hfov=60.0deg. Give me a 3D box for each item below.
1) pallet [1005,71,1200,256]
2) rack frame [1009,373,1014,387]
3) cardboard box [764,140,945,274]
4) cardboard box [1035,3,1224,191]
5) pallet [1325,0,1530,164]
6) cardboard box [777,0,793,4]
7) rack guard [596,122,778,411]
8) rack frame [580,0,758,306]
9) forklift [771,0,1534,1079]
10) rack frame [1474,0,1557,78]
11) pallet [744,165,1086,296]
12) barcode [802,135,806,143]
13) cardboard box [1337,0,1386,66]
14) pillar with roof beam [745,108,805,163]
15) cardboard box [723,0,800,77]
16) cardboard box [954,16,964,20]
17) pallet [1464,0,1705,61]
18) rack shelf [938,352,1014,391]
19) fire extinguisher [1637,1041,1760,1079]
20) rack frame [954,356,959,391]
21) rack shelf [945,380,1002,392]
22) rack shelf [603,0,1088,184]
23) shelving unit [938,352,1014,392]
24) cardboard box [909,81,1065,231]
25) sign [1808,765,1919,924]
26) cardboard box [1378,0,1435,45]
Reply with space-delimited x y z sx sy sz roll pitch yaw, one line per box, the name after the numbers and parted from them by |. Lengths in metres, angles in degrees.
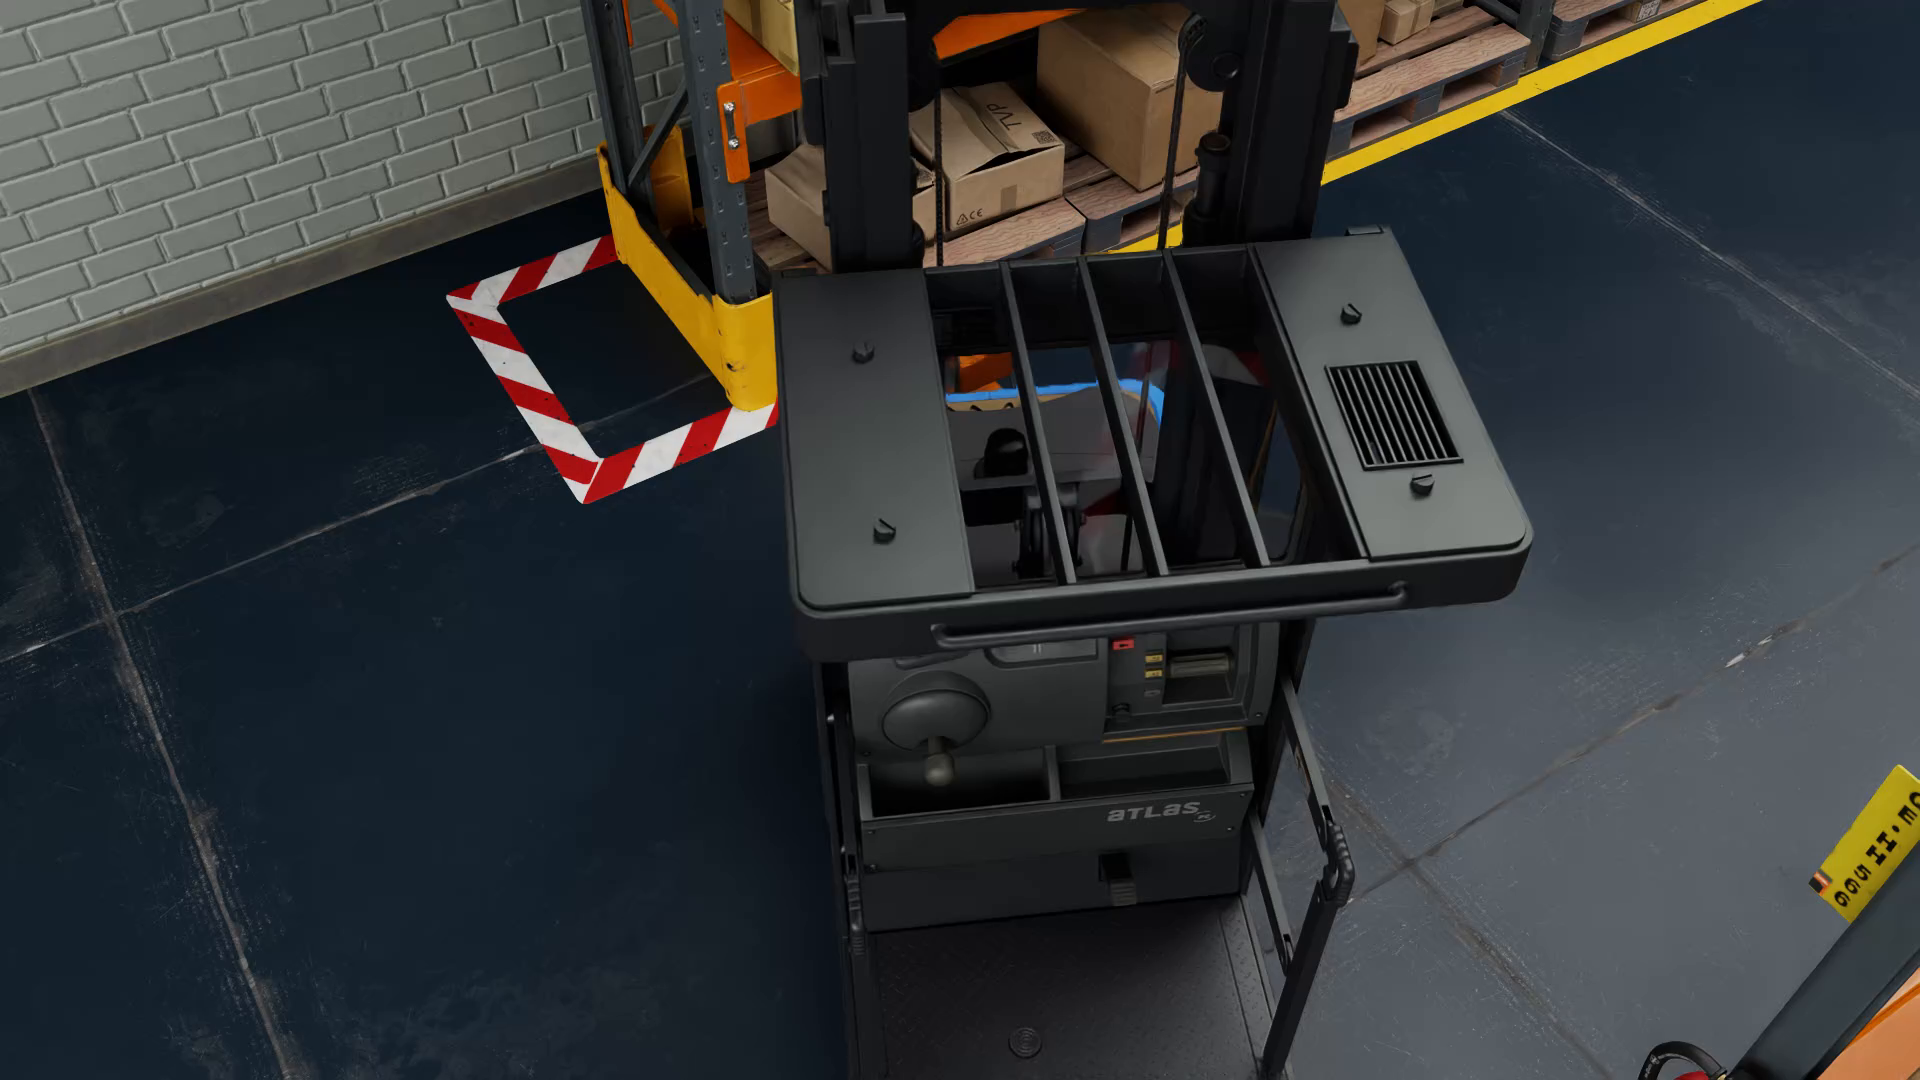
0.763 -1.751 7.168 1.213 0.211 1.003 -25 53 -21 | pallet
0.148 -0.419 5.420 0.008 1.050 0.200 -25 53 -21 | rack frame
-0.405 -1.335 6.436 0.500 0.311 0.500 -31 55 -25 | cardboard box
0.724 -1.886 6.800 0.500 0.500 0.700 -28 54 -23 | cardboard box
1.796 -2.240 7.604 1.213 0.211 1.003 -25 53 -21 | pallet
-0.474 -2.070 5.170 0.500 0.500 0.500 -25 53 -21 | cardboard box
-0.974 -1.063 6.362 0.348 0.500 1.175 -25 53 -21 | rack guard
-1.038 -1.864 5.401 0.127 3.000 1.000 -25 53 -21 | rack frame
0.251 0.404 3.427 1.130 2.935 3.031 -5 49 -4 | forklift
2.345 -3.458 6.821 0.127 3.000 1.000 -25 53 -21 | rack frame
-0.268 -1.268 6.738 1.213 0.211 1.003 -25 53 -21 | pallet
-0.603 -1.598 6.664 0.075 0.075 0.001 -25 53 -21 | barcode
1.488 -2.334 7.199 0.500 0.500 0.500 -29 54 -23 | cardboard box
1.389 -1.965 1.474 0.400 9.000 9.100 -25 53 -21 | pillar with roof beam
-0.456 -1.815 5.444 0.500 0.250 0.500 -27 54 -22 | cardboard box
-0.024 -2.031 5.637 0.500 0.250 0.500 -27 54 -22 | cardboard box
3.003 -2.842 8.139 1.213 0.211 1.003 -25 53 -21 | pallet
0.045 -0.552 5.173 0.240 0.259 0.215 -25 53 -21 | rack shelf
1.260 1.043 2.865 0.183 0.674 0.296 -25 53 -21 | fire extinguisher
-0.058 -0.322 5.334 0.008 1.050 0.200 -25 53 -21 | rack frame
0.045 -0.363 5.385 0.240 0.259 0.215 -25 53 -21 | rack shelf
0.653 -2.422 6.380 4.000 0.370 1.077 -25 53 -21 | rack shelf
0.045 -0.370 5.377 0.252 1.050 0.215 -25 53 -21 | shelving unit
0.077 -1.562 6.638 0.500 0.311 0.500 -21 52 -18 | cardboard box
1.330 0.451 2.406 0.005 0.325 0.100 -25 53 -21 | sign
1.908 -2.430 7.508 0.250 0.166 0.380 -32 56 -25 | cardboard box
